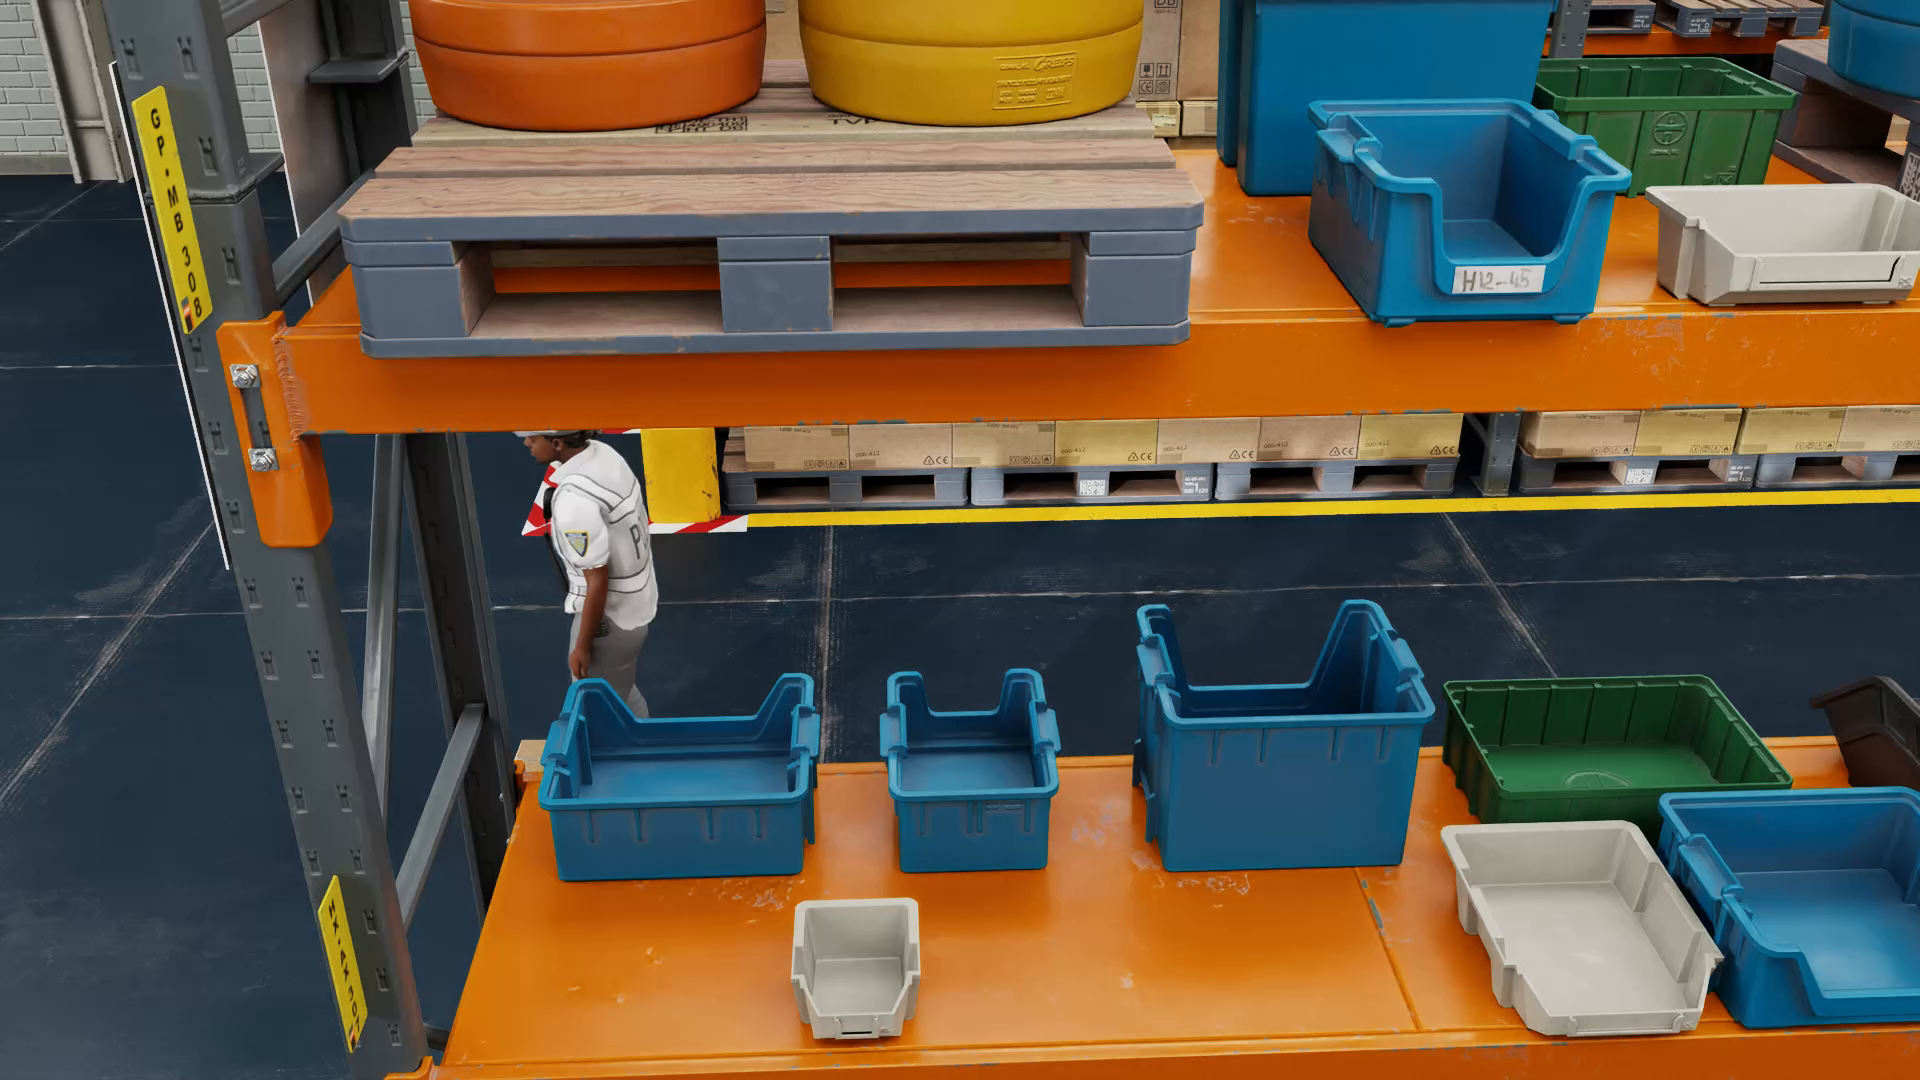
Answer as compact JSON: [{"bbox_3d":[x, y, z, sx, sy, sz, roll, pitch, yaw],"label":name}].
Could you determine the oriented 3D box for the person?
[{"bbox_3d":[-1.220,0.251,5.642,0.393,1.659,0.505,-1,28,-2],"label":"person"}]
